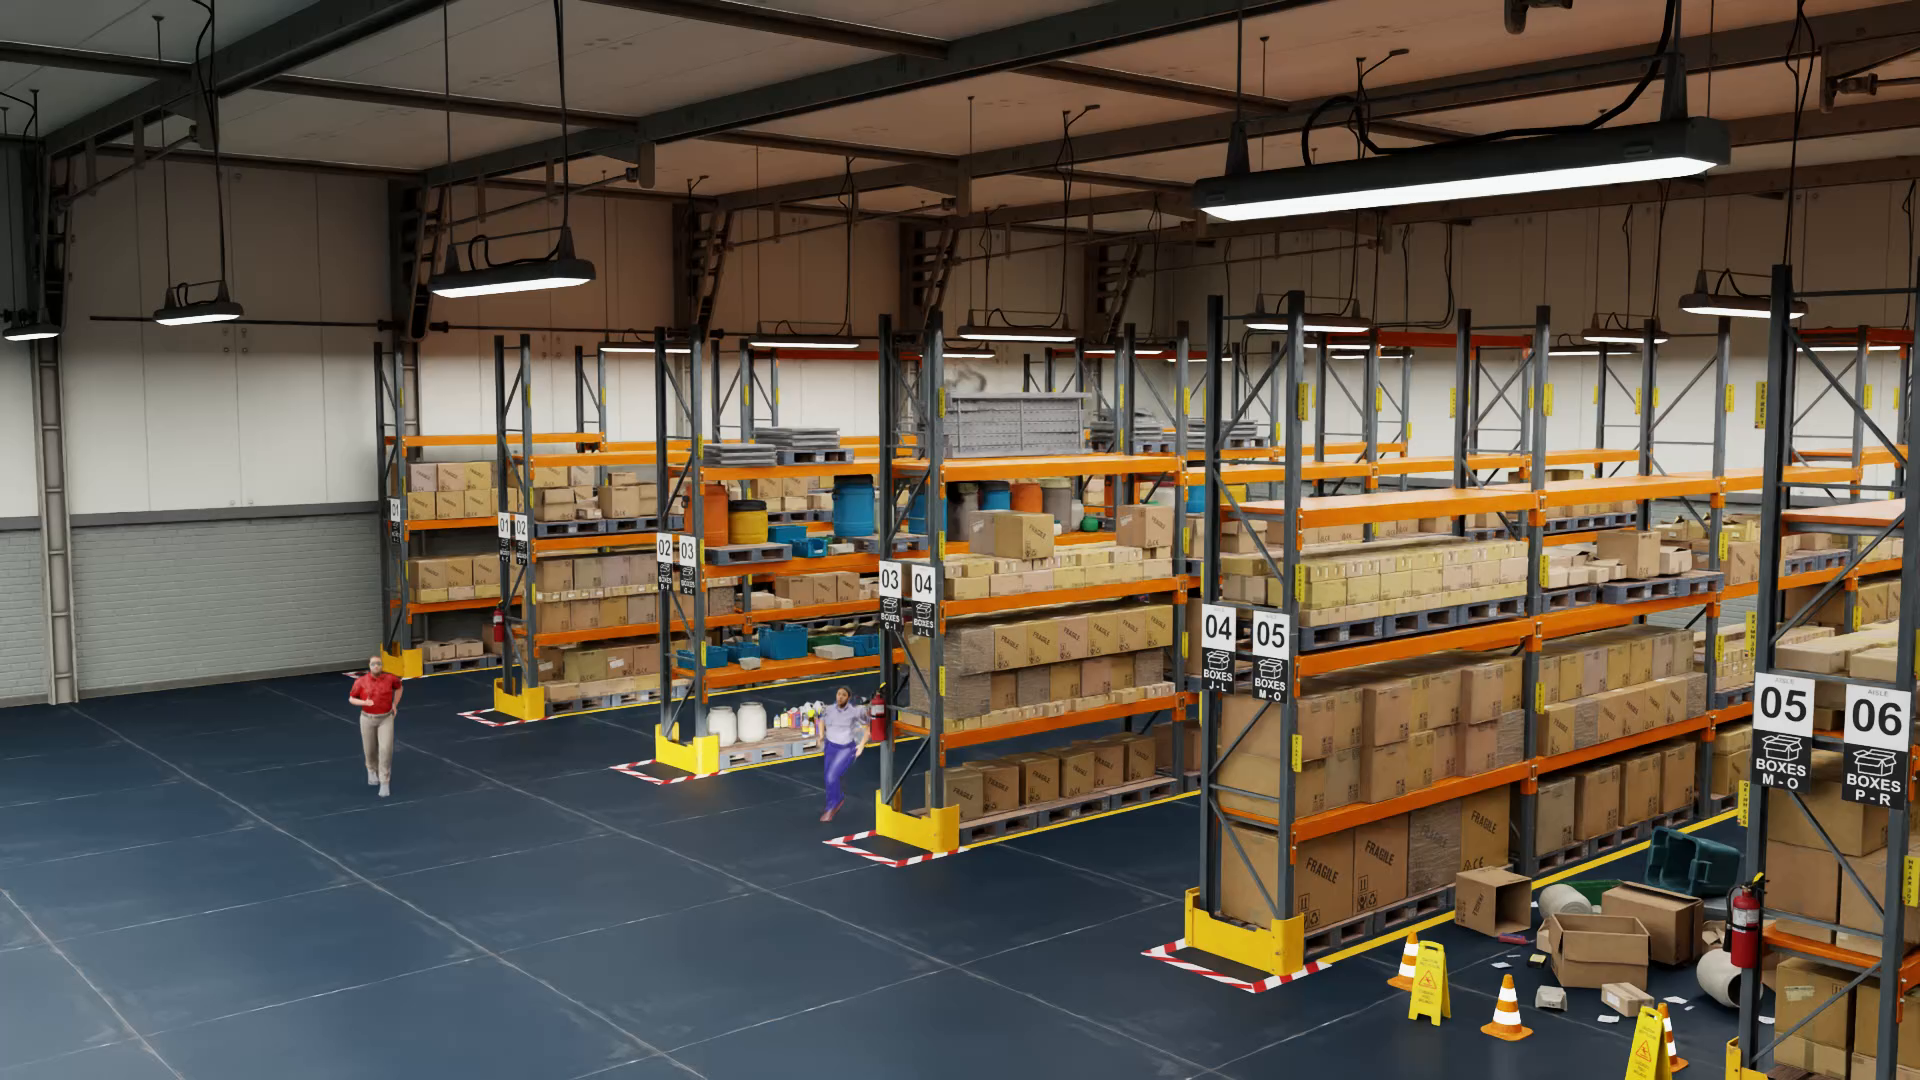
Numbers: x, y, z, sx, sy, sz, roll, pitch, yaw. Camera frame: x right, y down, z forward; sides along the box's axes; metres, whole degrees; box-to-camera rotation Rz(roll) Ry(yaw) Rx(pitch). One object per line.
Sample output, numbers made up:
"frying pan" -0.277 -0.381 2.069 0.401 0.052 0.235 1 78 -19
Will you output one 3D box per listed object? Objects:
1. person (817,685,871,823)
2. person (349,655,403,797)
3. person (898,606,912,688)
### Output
"person" -1.430 2.560 19.962 0.689 1.665 0.680 3 6 33
"person" -7.473 2.344 21.321 0.660 1.749 0.871 -2 6 -20
"person" -0.791 1.648 27.443 0.957 1.738 0.658 -5 7 -42
